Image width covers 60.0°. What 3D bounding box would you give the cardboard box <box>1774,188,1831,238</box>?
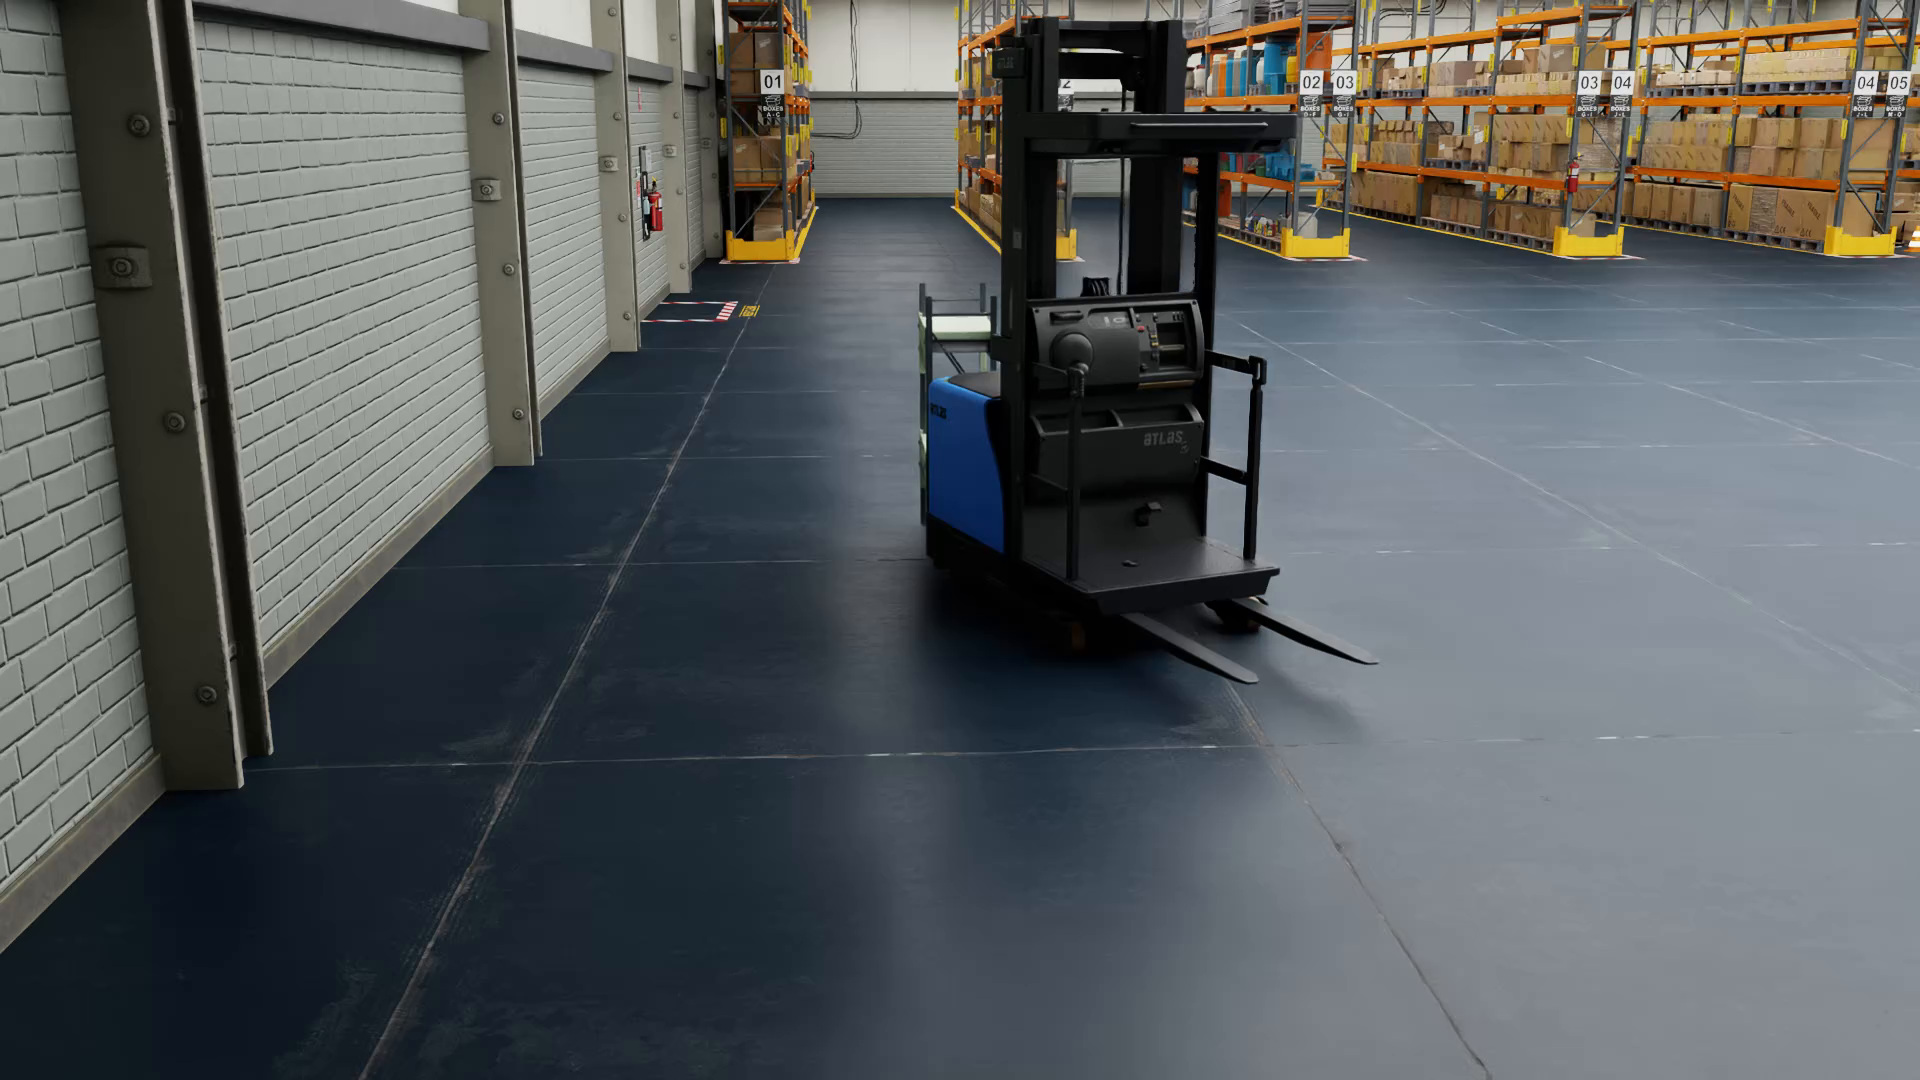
[{"bbox_3d":[16.129,-6.201,31.528,0.875,0.875,0.875,-1,14,-4],"label":"cardboard box"}]

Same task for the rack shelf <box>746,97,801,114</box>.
[{"bbox_3d":[-3.866,-8.956,34.237,1.077,0.370,4.000,-1,14,-3],"label":"rack shelf"}]

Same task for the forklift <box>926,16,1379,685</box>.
[{"bbox_3d":[0.872,-0.992,8.001,1.130,2.935,3.031,-6,16,-23],"label":"forklift"}]

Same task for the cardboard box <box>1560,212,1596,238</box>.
[{"bbox_3d":[11.315,-5.737,30.477,0.500,0.500,0.500,2,15,7],"label":"cardboard box"}]

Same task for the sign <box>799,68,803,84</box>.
[{"bbox_3d":[-3.448,-10.060,36.047,0.100,0.325,0.005,-1,14,-3],"label":"sign"}]

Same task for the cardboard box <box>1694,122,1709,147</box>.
[{"bbox_3d":[15.944,-8.544,35.008,0.700,0.500,0.500,-1,14,-3],"label":"cardboard box"}]

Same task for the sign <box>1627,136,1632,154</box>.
[{"bbox_3d":[11.878,-7.016,29.538,0.100,0.325,0.005,-1,14,-3],"label":"sign"}]

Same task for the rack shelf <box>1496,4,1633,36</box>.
[{"bbox_3d":[11.213,-9.641,30.889,1.077,0.370,4.000,-1,14,-3],"label":"rack shelf"}]

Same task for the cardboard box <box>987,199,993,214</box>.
[{"bbox_3d":[0.823,-6.924,34.469,0.500,0.311,0.500,-1,14,-4],"label":"cardboard box"}]

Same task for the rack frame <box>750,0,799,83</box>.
[{"bbox_3d":[-3.990,-11.254,35.707,1.000,3.000,0.127,-1,14,-3],"label":"rack frame"}]

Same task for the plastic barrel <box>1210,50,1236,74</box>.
[{"bbox_3d":[5.866,-10.507,37.118,0.600,0.830,0.708,-1,14,-3],"label":"plastic barrel"}]

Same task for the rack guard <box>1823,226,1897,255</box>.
[{"bbox_3d":[16.295,-5.423,30.101,1.175,0.500,0.348,-1,14,-3],"label":"rack guard"}]

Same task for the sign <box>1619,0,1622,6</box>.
[{"bbox_3d":[16.104,-13.069,40.568,0.100,0.325,0.005,-1,14,-3],"label":"sign"}]

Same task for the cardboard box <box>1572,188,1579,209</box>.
[{"bbox_3d":[15.331,-8.429,40.941,0.500,0.500,0.500,0,14,-1],"label":"cardboard box"}]

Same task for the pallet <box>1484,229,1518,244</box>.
[{"bbox_3d":[11.166,-6.066,33.180,1.003,0.211,1.213,-1,14,-3],"label":"pallet"}]

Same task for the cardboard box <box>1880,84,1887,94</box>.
[{"bbox_3d":[20.781,-9.996,36.638,0.700,0.500,0.500,-1,14,-3],"label":"cardboard box"}]

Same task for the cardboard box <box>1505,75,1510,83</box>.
[{"bbox_3d":[10.886,-9.006,32.489,0.380,0.149,0.250,-2,15,-6],"label":"cardboard box"}]

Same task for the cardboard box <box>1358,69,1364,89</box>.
[{"bbox_3d":[10.456,-11.653,42.034,0.700,0.500,0.500,0,14,-1],"label":"cardboard box"}]

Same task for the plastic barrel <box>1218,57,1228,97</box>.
[{"bbox_3d":[5.773,-9.792,35.183,0.600,0.830,0.708,-1,14,-3],"label":"plastic barrel"}]

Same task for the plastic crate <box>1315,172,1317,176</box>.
[{"bbox_3d":[6.499,-6.979,31.661,0.530,0.136,0.437,-1,14,-3],"label":"plastic crate"}]

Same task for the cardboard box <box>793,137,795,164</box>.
[{"bbox_3d":[-3.314,-7.163,30.600,0.500,0.500,0.500,0,14,-2],"label":"cardboard box"}]

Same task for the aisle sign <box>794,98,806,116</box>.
[{"bbox_3d":[-4.191,-11.620,43.951,0.394,0.787,0.004,-1,14,-3],"label":"aisle sign"}]

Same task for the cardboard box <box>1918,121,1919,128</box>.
[{"bbox_3d":[21.115,-9.039,36.194,0.380,0.149,0.250,-2,15,-6],"label":"cardboard box"}]

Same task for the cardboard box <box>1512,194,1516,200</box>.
[{"bbox_3d":[15.113,-9.243,44.808,0.380,0.149,0.250,-1,14,-4],"label":"cardboard box"}]

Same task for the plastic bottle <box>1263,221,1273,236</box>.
[{"bbox_3d":[5.854,-5.919,31.595,0.152,0.276,0.135,-1,14,-3],"label":"plastic bottle"}]

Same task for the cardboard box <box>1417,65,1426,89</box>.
[{"bbox_3d":[10.732,-10.435,37.492,0.797,0.503,0.637,0,14,0],"label":"cardboard box"}]

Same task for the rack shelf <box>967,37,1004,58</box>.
[{"bbox_3d":[0.830,-11.287,38.080,1.077,0.370,4.000,-1,14,-3],"label":"rack shelf"}]

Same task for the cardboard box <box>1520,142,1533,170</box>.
[{"bbox_3d":[11.172,-7.290,31.543,0.875,0.500,0.500,-1,14,-3],"label":"cardboard box"}]

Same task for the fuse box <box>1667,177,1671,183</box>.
[{"bbox_3d":[21.970,-11.495,51.268,0.539,1.711,0.414,-1,14,-3],"label":"fuse box"}]

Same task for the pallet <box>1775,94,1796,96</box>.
[{"bbox_3d":[20.590,-10.859,40.574,0.805,0.209,1.217,-1,15,-6],"label":"pallet"}]

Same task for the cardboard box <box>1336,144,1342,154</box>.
[{"bbox_3d":[10.172,-10.261,43.592,0.500,0.250,0.500,-1,14,-5],"label":"cardboard box"}]

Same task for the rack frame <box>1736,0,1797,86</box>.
[{"bbox_3d":[16.046,-10.540,32.932,1.000,3.000,0.127,-1,14,-3],"label":"rack frame"}]

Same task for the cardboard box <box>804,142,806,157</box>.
[{"bbox_3d":[-3.916,-9.308,39.345,0.500,0.500,0.500,-1,14,-3],"label":"cardboard box"}]

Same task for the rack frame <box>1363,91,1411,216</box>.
[{"bbox_3d":[10.593,-9.573,41.212,1.000,3.000,0.127,-1,14,-3],"label":"rack frame"}]

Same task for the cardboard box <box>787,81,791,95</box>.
[{"bbox_3d":[-3.354,-8.353,30.211,0.500,0.500,0.500,0,14,0],"label":"cardboard box"}]

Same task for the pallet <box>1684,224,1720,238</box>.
[{"bbox_3d":[15.923,-6.475,34.768,1.003,0.211,1.213,-1,14,-3],"label":"pallet"}]

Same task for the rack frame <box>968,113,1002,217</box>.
[{"bbox_3d":[0.706,-9.421,40.622,1.000,3.000,0.127,-1,14,-3],"label":"rack frame"}]

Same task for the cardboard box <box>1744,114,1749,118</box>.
[{"bbox_3d":[20.234,-10.774,42.371,0.380,0.149,0.250,-1,14,-3],"label":"cardboard box"}]

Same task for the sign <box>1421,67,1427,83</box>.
[{"bbox_3d":[10.287,-10.313,36.873,0.100,0.325,0.005,-1,14,-3],"label":"sign"}]

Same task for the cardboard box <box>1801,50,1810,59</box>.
[{"bbox_3d":[15.856,-9.004,30.841,0.380,0.149,0.250,-1,14,-4],"label":"cardboard box"}]

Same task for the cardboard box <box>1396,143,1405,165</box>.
[{"bbox_3d":[10.503,-8.999,38.780,0.500,0.500,0.500,-1,14,-5],"label":"cardboard box"}]

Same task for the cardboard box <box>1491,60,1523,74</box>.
[{"bbox_3d":[11.159,-9.408,33.501,0.797,0.503,0.637,-2,15,-6],"label":"cardboard box"}]

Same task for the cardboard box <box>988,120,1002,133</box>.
[{"bbox_3d":[0.958,-10.075,40.957,0.500,0.500,0.500,-1,14,-2],"label":"cardboard box"}]

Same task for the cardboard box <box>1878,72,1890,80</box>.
[{"bbox_3d":[16.592,-8.313,29.757,0.380,0.149,0.250,-1,14,-3],"label":"cardboard box"}]

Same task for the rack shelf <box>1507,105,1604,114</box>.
[{"bbox_3d":[15.426,-11.226,43.061,1.077,0.370,4.000,-1,14,-3],"label":"rack shelf"}]

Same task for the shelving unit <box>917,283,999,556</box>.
[{"bbox_3d":[-0.018,-0.733,9.867,0.431,1.500,0.755,-1,14,-4],"label":"shelving unit"}]

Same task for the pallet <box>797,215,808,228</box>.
[{"bbox_3d":[-3.964,-7.195,37.569,1.003,0.211,1.213,-1,14,-3],"label":"pallet"}]

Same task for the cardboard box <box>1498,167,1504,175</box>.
[{"bbox_3d":[10.848,-7.279,32.803,0.380,0.149,0.250,-1,14,-3],"label":"cardboard box"}]
